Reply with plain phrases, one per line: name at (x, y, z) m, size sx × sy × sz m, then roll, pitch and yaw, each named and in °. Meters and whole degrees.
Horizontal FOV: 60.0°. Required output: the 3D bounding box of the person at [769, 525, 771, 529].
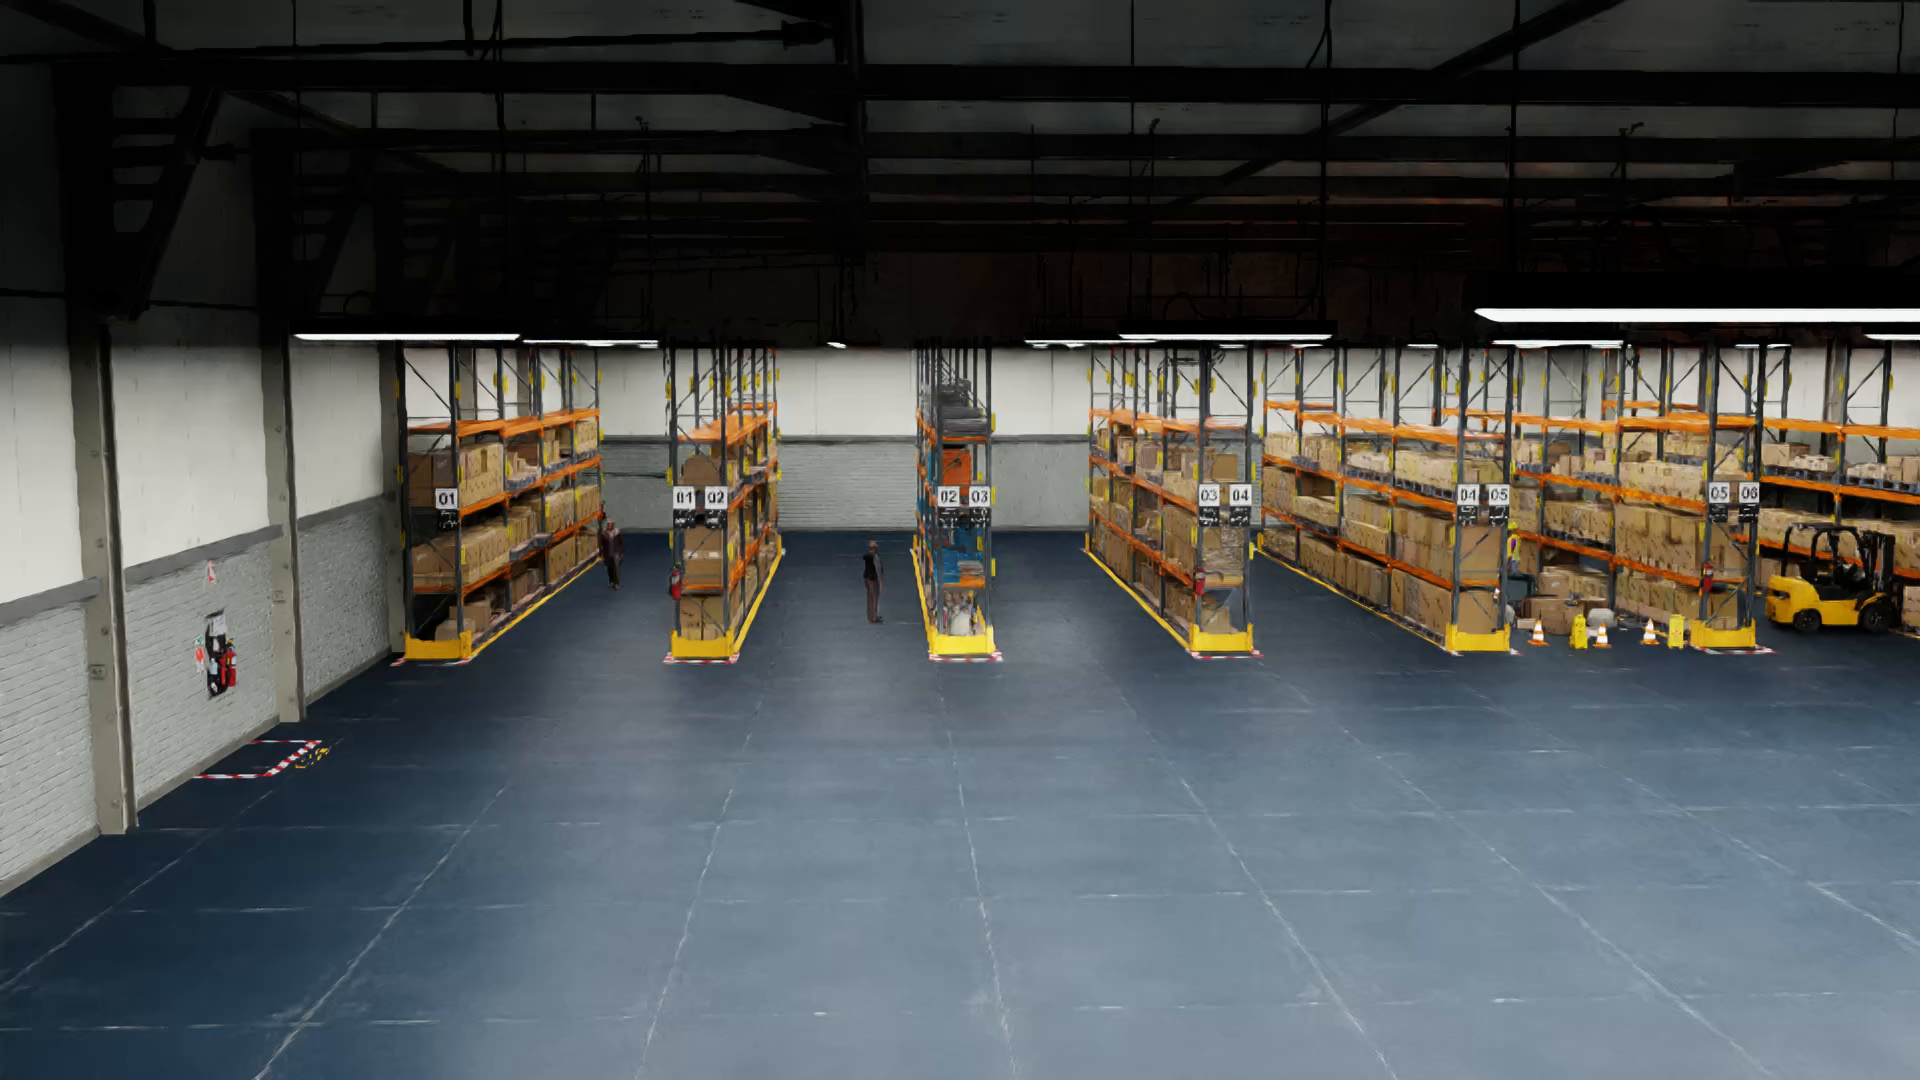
person at (-6.043, -0.816, 50.489) m, size 0.621 × 1.610 × 0.790 m, roll -3°, pitch 7°, yaw -23°

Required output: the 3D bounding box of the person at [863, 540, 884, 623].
person at (-1.796, 0.864, 35.151) m, size 0.450 × 1.727 × 0.584 m, roll -4°, pitch 8°, yaw -34°

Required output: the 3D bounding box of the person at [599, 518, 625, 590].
person at (-8.372, 0.323, 39.927) m, size 0.601 × 1.696 × 1.184 m, roll -1°, pitch 7°, yaw -4°

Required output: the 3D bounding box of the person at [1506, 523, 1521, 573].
person at (12.671, 0.482, 38.317) m, size 0.580 × 1.763 × 0.671 m, roll 3°, pitch 7°, yaw 24°
